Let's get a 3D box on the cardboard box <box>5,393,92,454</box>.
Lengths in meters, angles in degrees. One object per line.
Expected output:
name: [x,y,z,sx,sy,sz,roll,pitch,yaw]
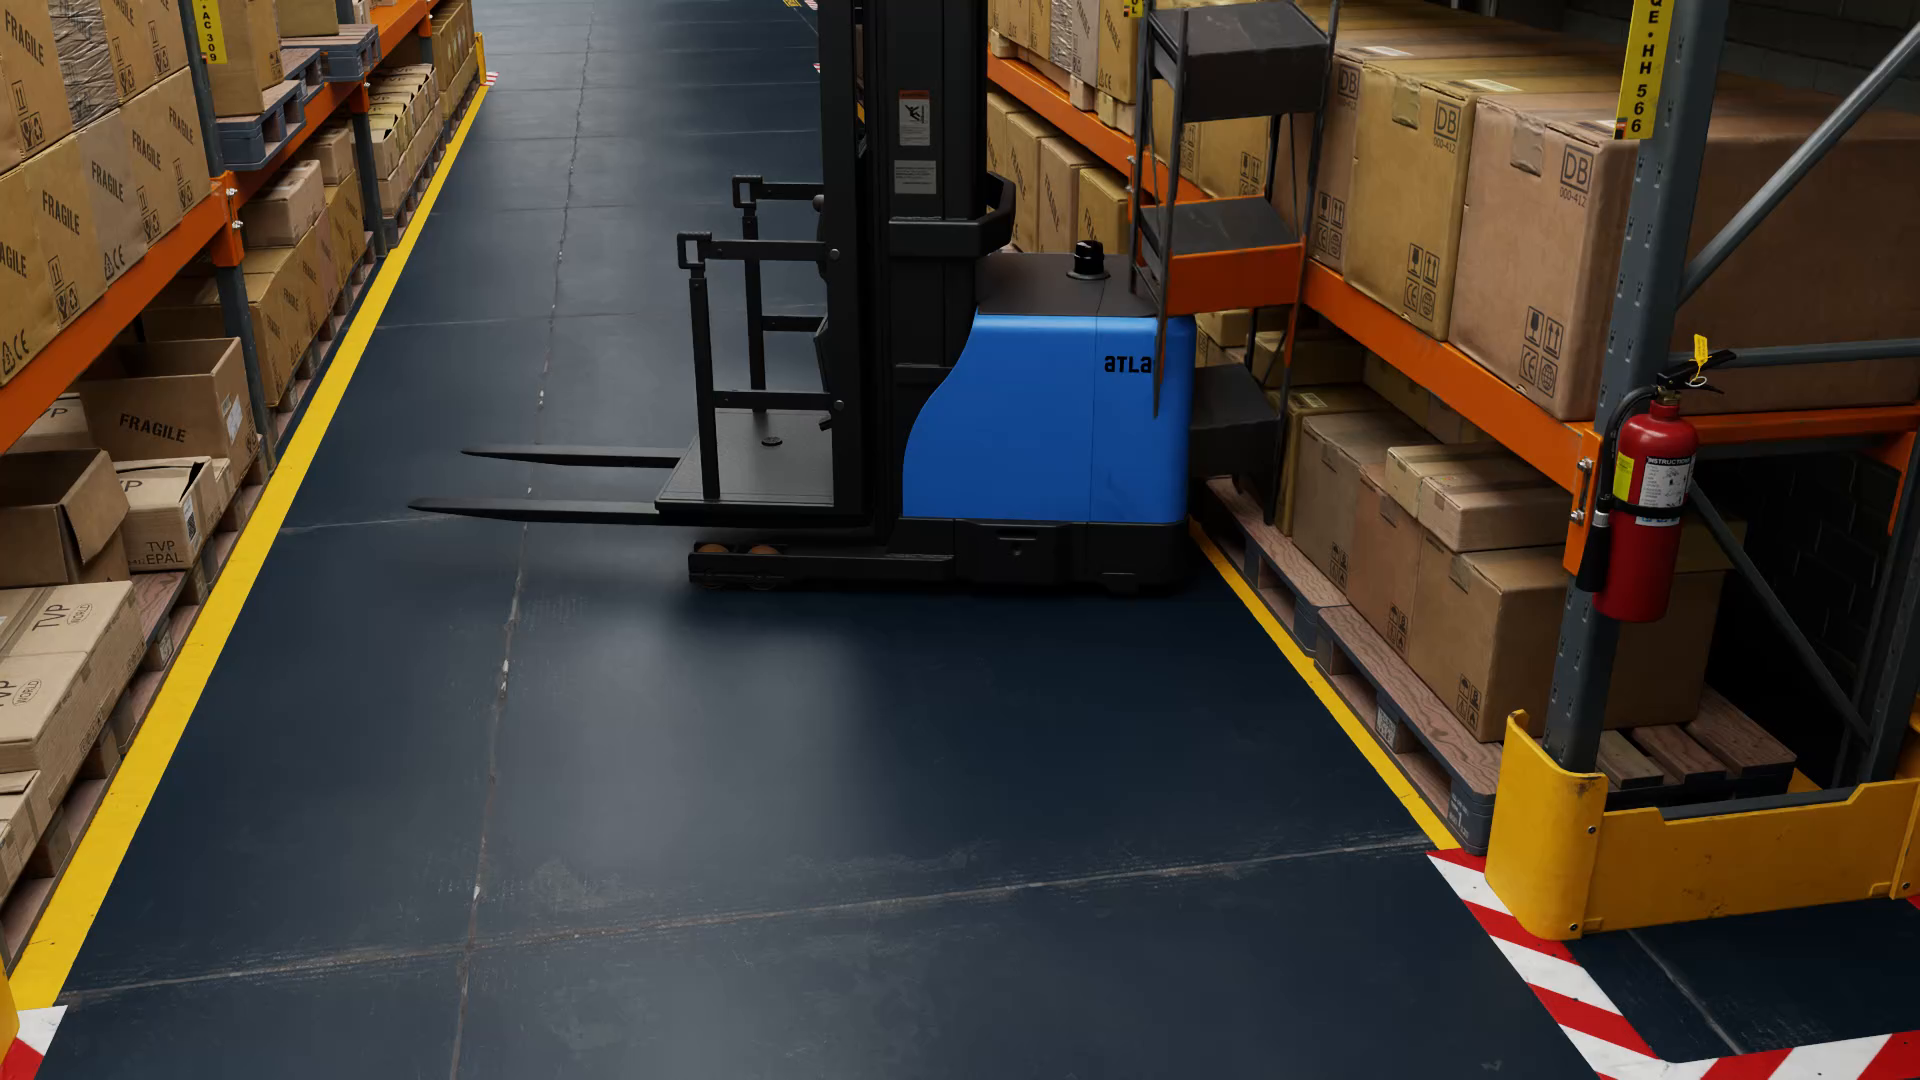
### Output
cardboard box: [-3.699,-0.435,6.808,0.500,0.311,0.500,-4,24,-10]

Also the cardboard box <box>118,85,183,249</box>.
cardboard box: [-3.123,-1.312,5.882,0.500,0.500,0.500,-4,24,-8]

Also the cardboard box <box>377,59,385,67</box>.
cardboard box: [-5.425,-4.433,15.127,0.500,0.500,0.500,-4,24,-10]

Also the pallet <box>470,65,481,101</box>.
pallet: [-5.600,-4.791,17.456,1.003,0.211,1.213,-4,24,-10]

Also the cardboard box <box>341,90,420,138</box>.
cardboard box: [-4.405,-3.246,12.645,0.500,0.311,0.500,-5,24,-10]

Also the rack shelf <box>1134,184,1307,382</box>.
rack shelf: [0.897,-0.912,5.888,0.480,0.518,0.431,-7,38,-9]

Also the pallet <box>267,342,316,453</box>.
pallet: [-3.752,-0.686,8.057,1.003,0.211,1.213,-4,24,-10]

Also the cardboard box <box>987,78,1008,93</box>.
cardboard box: [0.336,-3.496,12.644,0.500,0.250,0.500,-4,24,-9]

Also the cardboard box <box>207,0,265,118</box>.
cardboard box: [-3.432,-2.088,7.133,0.700,0.500,0.500,-13,27,-27]

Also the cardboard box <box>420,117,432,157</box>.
cardboard box: [-4.495,-3.184,13.203,0.500,0.250,0.500,-4,24,-9]

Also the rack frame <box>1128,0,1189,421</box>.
rack frame: [0.657,-0.892,5.843,0.015,2.100,0.400,-7,38,-9]

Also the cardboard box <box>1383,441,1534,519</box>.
cardboard box: [1.565,-0.191,5.228,0.380,0.149,0.250,-4,24,-8]

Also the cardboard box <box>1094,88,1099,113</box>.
cardboard box: [0.889,-2.224,8.382,0.380,0.149,0.250,-4,24,-8]

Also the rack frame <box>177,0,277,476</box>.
rack frame: [-3.564,-1.647,6.773,1.000,3.000,0.127,-4,24,-10]

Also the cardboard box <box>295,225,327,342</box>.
cardboard box: [-3.609,-1.317,8.592,0.500,0.500,0.500,-4,24,-9]

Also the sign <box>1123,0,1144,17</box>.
sign: [0.772,-2.465,7.299,0.100,0.325,0.005,-4,24,-10]

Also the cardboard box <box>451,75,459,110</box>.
cardboard box: [-4.919,-4.128,15.364,0.500,0.250,0.500,-4,24,-10]

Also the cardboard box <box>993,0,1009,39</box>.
cardboard box: [0.490,-3.363,10.180,0.500,0.500,0.500,-4,24,-8]

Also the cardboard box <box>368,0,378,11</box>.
cardboard box: [-4.820,-4.329,12.789,0.500,0.500,0.500,-3,24,-6]

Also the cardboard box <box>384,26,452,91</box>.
cardboard box: [-4.821,-4.275,14.764,0.500,0.500,0.500,-4,24,-10]

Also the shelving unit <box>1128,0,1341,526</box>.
shelving unit: [0.897,-0.922,5.880,0.503,2.100,0.431,-7,38,-9]

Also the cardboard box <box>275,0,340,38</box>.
cardboard box: [-4.077,-3.219,9.723,0.700,0.500,0.500,-13,27,-27]

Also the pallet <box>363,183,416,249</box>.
pallet: [-4.418,-2.269,11.681,1.003,0.211,1.213,-4,24,-10]

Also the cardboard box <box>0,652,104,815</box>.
cardboard box: [-2.739,0.554,4.621,0.500,0.250,0.500,-4,24,-10]

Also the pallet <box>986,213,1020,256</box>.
pallet: [0.636,-1.995,11.053,1.003,0.211,1.213,-4,24,-10]

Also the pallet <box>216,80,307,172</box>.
pallet: [-3.605,-1.881,7.549,1.003,0.211,1.213,-4,24,-10]

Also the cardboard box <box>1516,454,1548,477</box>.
cardboard box: [1.941,-0.218,5.290,0.380,0.149,0.250,-4,24,-10]

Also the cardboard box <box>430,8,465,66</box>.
cardboard box: [-5.101,-4.865,16.115,0.500,0.500,0.500,-4,24,-10]

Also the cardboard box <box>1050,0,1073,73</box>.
cardboard box: [0.782,-2.767,8.817,0.500,0.500,0.500,-4,24,-10]

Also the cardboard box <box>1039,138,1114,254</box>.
cardboard box: [0.888,-1.818,9.325,0.750,0.750,0.750,-4,24,-8]

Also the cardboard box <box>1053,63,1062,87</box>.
cardboard box: [0.733,-2.629,9.311,0.380,0.149,0.250,-4,24,-8]

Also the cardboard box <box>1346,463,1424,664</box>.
cardboard box: [1.723,0.047,5.493,0.700,0.500,0.500,-4,24,-10]

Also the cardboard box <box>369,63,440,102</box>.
cardboard box: [-4.687,-3.845,14.015,0.500,0.311,0.500,-4,24,-10]

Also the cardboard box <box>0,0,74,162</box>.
cardboard box: [-2.934,-1.373,4.773,0.500,0.500,0.500,-5,24,-10]

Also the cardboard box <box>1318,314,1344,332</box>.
cardboard box: [1.658,-0.818,6.664,0.380,0.149,0.250,-5,24,-11]

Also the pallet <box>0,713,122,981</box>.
pallet: [-2.987,0.861,4.515,1.003,0.211,1.213,-4,24,-10]

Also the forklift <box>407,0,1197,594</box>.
forklift: [-0.628,-1.361,6.204,3.031,2.935,1.130,2,24,4]

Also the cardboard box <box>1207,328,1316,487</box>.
cardboard box: [1.431,-0.562,6.888,0.700,0.500,0.500,-5,24,-10]

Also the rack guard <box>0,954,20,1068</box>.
rack guard: [-2.838,1.042,3.739,1.175,0.500,0.348,-4,24,-10]

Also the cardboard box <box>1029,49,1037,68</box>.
cardboard box: [0.625,-2.934,10.008,0.380,0.149,0.250,-4,24,-9]

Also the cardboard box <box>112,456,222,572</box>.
cardboard box: [-3.041,-0.118,6.082,0.500,0.311,0.500,-4,24,-10]

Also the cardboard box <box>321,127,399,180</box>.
cardboard box: [-4.112,-2.637,11.251,0.500,0.311,0.500,-4,24,-8]

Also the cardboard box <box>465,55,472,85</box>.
cardboard box: [-5.195,-4.718,16.715,0.500,0.250,0.500,-4,24,-10]

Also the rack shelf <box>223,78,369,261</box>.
rack shelf: [-3.934,-2.104,8.718,1.077,0.370,4.000,-4,24,-10]

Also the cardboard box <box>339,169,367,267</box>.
cardboard box: [-3.900,-1.926,9.985,0.500,0.500,0.500,-3,24,-8]

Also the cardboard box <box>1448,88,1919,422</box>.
cardboard box: [1.939,-0.779,4.411,0.980,0.700,0.700,-3,24,-7]

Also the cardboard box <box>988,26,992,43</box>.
cardboard box: [0.397,-3.336,10.929,0.380,0.149,0.250,-5,24,-11]

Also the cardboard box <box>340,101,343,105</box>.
cardboard box: [-4.926,-3.197,12.533,0.500,0.311,0.500,-4,24,-8]

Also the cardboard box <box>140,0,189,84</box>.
cardboard box: [-3.216,-1.971,6.141,0.500,0.500,0.500,-4,24,-9]

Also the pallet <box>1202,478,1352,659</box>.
pallet: [1.596,0.049,6.375,1.003,0.211,1.213,-4,24,-10]

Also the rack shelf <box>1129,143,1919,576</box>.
rack shelf: [1.673,-0.898,5.958,1.077,0.370,4.000,-4,24,-10]

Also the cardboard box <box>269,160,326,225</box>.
cardboard box: [-3.692,-1.845,8.864,0.500,0.250,0.500,-5,24,-11]

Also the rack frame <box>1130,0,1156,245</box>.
rack frame: [1.303,-2.015,7.616,1.000,3.000,0.127,-4,24,-10]

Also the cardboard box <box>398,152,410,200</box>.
cardboard box: [-4.206,-2.578,11.815,0.500,0.250,0.500,-5,24,-11]

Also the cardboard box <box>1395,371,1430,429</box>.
cardboard box: [1.799,-0.518,5.976,0.380,0.149,0.250,-4,24,-9]

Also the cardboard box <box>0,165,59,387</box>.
cardboard box: [-2.838,-0.713,4.511,0.500,0.500,0.500,-4,24,-10]

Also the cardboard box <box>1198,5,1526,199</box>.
cardboard box: [1.517,-1.650,6.406,0.980,0.700,0.700,-5,24,-11]
